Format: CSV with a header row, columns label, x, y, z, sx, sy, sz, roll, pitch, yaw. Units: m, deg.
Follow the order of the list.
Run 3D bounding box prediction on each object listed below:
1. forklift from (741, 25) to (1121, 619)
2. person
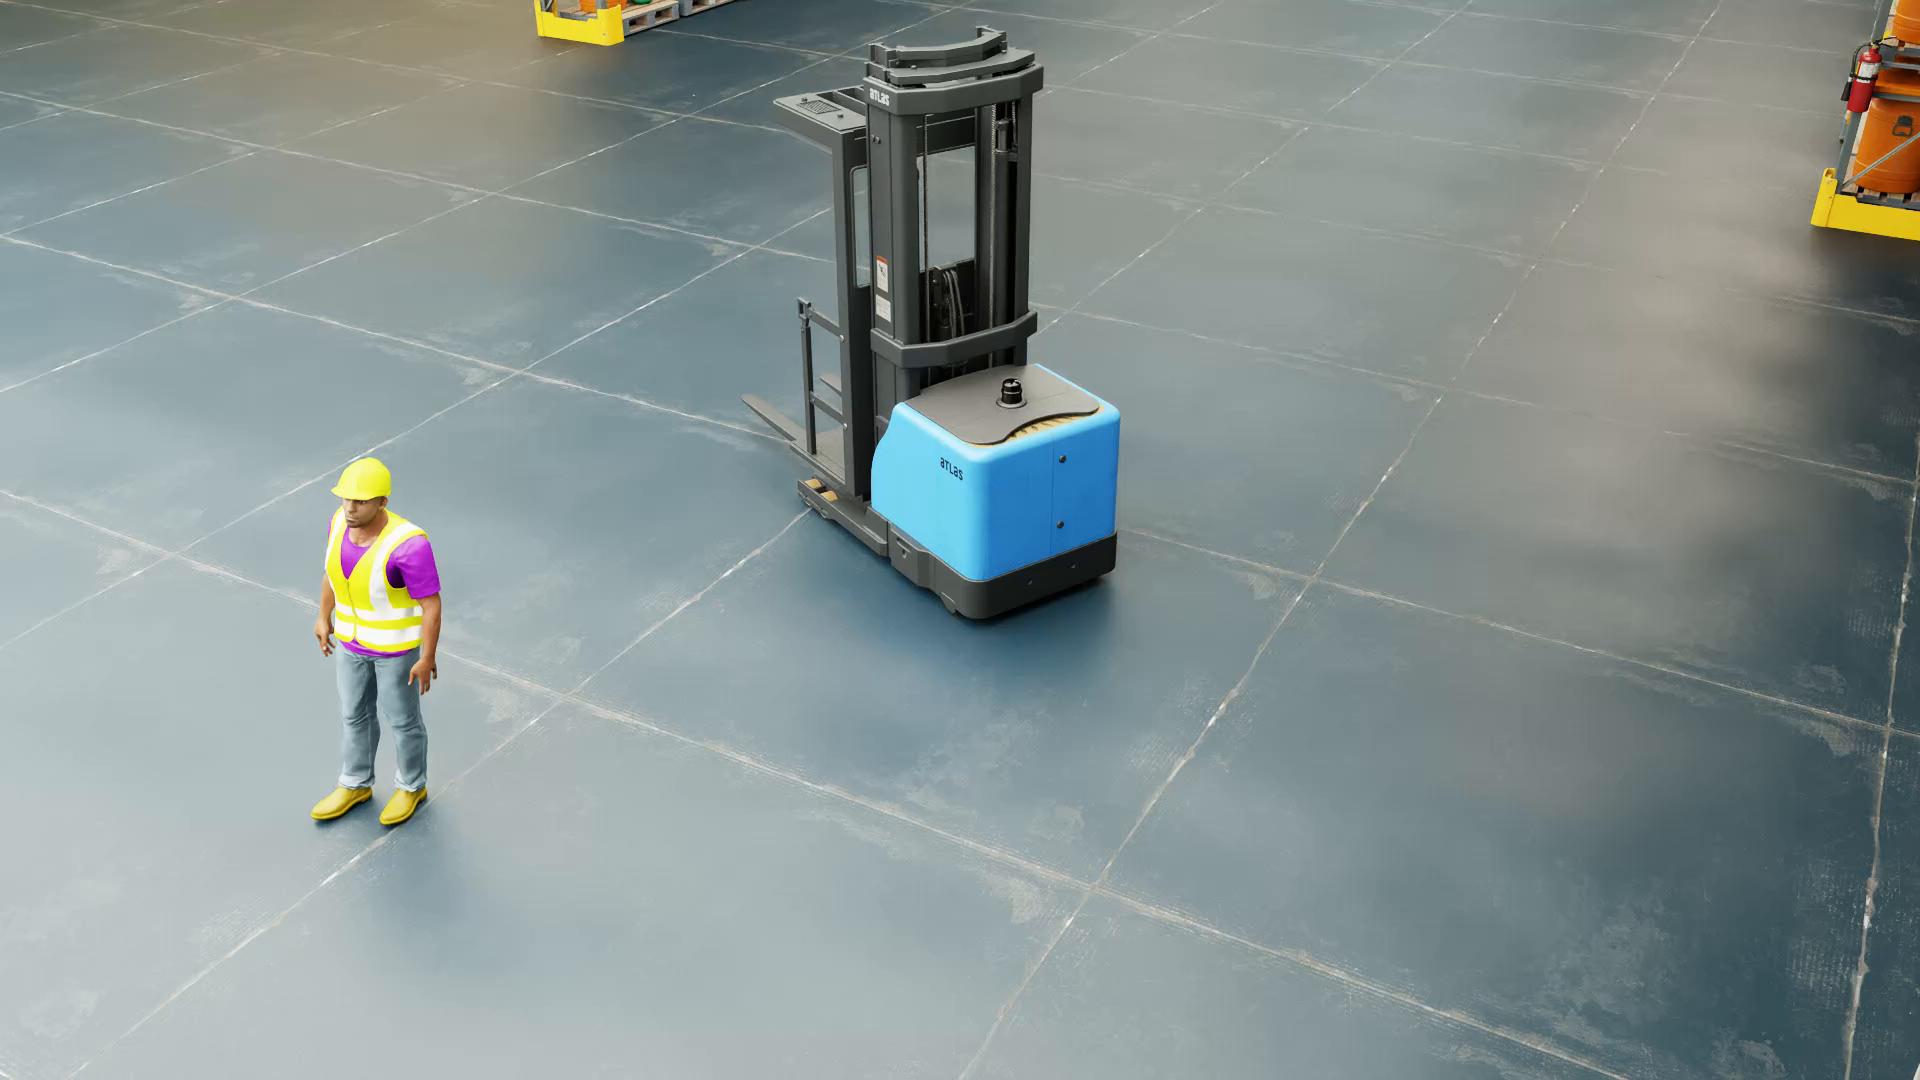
label,x,y,z,sx,sy,sz,roll,pitch,yaw
forklift,-0.351,-1.524,9.712,1.130,2.935,3.031,-19,35,-29
person,-2.629,0.479,7.392,0.666,1.767,0.576,14,33,22
